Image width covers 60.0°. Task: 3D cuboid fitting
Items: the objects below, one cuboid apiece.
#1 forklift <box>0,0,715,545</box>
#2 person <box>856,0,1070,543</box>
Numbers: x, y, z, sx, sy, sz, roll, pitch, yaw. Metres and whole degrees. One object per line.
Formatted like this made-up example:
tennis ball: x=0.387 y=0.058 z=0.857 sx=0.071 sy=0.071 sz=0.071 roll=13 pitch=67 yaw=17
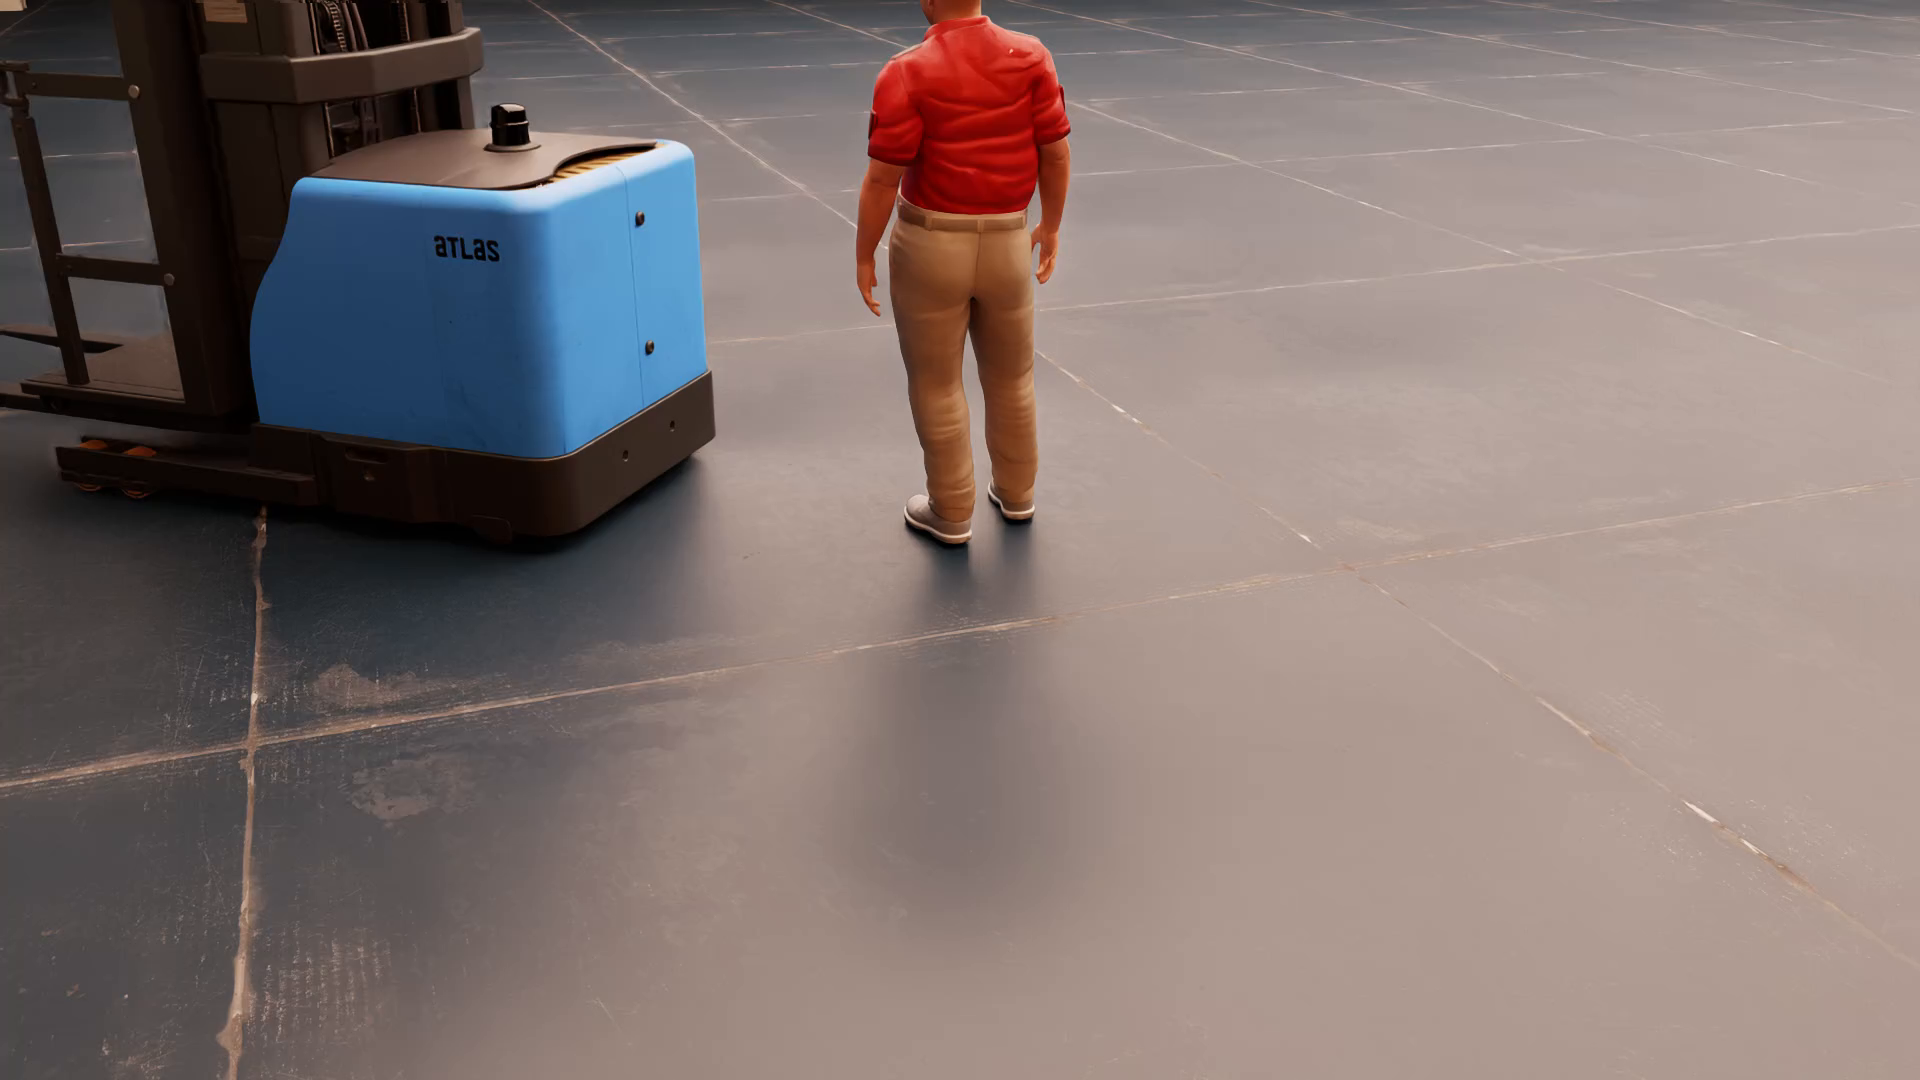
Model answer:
forklift: x=-2.419 y=-1.669 z=5.268 sx=3.031 sy=2.935 sz=1.130 roll=8 pitch=24 yaw=18
person: x=-0.019 y=-0.837 z=4.823 sx=0.640 sy=1.727 sz=0.551 roll=-8 pitch=24 yaw=-18
